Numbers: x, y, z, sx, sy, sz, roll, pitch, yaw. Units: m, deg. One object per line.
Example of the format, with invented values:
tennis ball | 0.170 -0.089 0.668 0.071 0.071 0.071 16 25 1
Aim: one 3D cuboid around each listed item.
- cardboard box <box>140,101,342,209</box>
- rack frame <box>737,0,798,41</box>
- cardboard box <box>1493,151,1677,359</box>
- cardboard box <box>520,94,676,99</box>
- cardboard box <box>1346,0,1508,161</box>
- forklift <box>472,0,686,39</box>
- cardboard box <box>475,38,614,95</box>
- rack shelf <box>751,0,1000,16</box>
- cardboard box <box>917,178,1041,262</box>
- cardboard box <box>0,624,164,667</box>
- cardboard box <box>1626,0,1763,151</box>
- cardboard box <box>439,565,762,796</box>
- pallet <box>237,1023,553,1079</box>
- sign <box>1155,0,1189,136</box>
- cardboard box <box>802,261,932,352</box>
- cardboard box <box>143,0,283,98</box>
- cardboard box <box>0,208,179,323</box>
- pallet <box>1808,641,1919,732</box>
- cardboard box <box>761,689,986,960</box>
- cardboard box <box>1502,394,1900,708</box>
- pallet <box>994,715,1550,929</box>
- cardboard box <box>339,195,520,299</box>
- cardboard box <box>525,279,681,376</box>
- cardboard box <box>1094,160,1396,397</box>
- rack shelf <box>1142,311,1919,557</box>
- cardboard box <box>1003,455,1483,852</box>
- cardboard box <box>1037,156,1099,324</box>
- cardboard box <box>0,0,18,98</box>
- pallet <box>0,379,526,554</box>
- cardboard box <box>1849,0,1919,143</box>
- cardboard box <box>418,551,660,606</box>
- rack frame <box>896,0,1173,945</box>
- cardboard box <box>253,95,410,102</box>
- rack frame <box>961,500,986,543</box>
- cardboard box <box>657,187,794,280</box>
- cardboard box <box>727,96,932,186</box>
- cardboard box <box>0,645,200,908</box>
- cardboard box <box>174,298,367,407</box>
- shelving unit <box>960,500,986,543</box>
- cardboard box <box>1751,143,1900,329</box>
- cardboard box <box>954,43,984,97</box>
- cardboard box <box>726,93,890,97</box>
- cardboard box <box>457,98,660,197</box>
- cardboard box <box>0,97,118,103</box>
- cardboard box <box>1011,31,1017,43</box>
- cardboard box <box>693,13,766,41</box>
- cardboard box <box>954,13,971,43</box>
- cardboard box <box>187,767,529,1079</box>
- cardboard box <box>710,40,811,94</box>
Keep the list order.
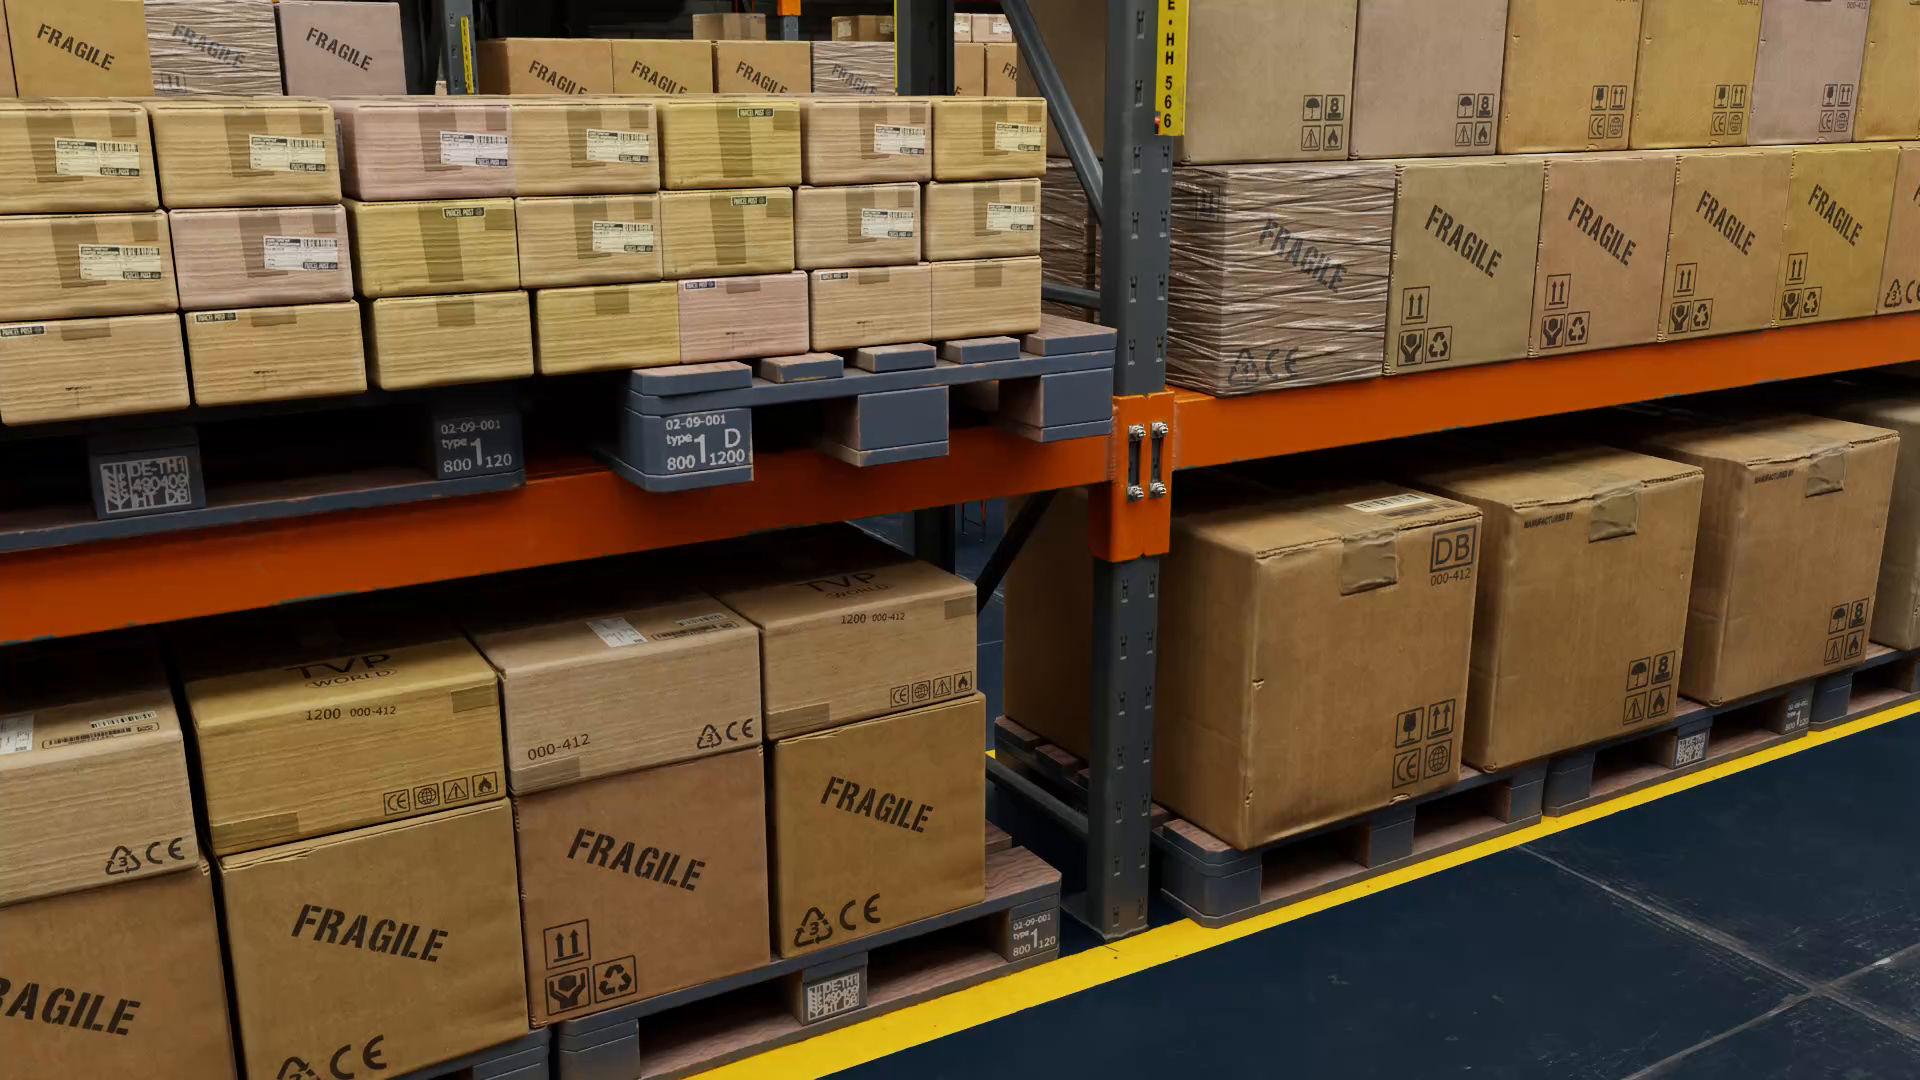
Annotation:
cardboard box | -1.148 -0.617 2.640 0.250 0.149 0.380 -8 18 -27
rack frame | -1.621 -3.438 14.118 0.127 3.000 1.000 -9 18 -30
cardboard box | 1.536 -0.793 4.495 0.500 0.500 0.500 -9 18 -30
cardboard box | -0.792 -0.880 3.578 0.250 0.149 0.380 -9 18 -30
cardboard box | 0.968 -1.263 4.322 0.500 0.500 0.700 -10 18 -31
forklift | -2.392 -2.522 10.976 3.031 2.935 1.130 -9 18 -30
cardboard box | -1.986 -2.137 7.961 0.500 0.500 0.500 -10 18 -31
rack shelf | 0.093 -4.814 14.802 4.000 0.370 1.077 -9 18 -30
cardboard box | -0.044 -0.654 3.320 0.250 0.149 0.380 -9 18 -29
cardboard box | -1.882 0.286 3.296 0.500 0.250 0.500 -10 19 -32
cardboard box | 1.845 -1.406 4.832 0.500 0.500 0.700 -9 18 -30
cardboard box | -0.733 0.266 3.369 0.500 0.250 0.500 -9 18 -29
pallet | -1.570 1.016 3.393 1.213 0.211 1.003 -9 18 -30
sign | 0.433 -0.998 3.415 0.005 0.325 0.100 -9 18 -30
cardboard box | -0.254 -0.475 3.236 0.250 0.149 0.380 -9 18 -30
cardboard box | -3.235 -2.058 7.158 0.500 0.500 0.500 -9 18 -29
cardboard box | -1.369 -0.438 2.551 0.250 0.149 0.380 -10 18 -31
pallet | 2.952 0.308 5.919 1.213 0.211 1.003 -9 18 -30
cardboard box | -0.284 0.550 3.743 0.500 0.500 0.500 -9 18 -30
cardboard box | 2.260 -0.038 5.377 0.750 0.750 1.050 -9 18 -30
pallet | 0.860 0.647 4.709 1.213 0.211 1.003 -9 18 -30
cardboard box | -0.925 -0.510 2.809 0.250 0.149 0.380 -9 18 -30
cardboard box | -0.690 -0.406 2.987 0.250 0.149 0.380 -9 18 -30
cardboard box | 0.669 -0.651 3.990 0.500 0.500 0.500 -9 18 -29
rack shelf | 1.860 -0.535 5.093 4.000 0.370 1.077 -9 18 -30
cardboard box | 0.714 0.214 4.479 0.750 0.750 1.050 -9 18 -30
cardboard box | 0.393 -0.776 4.436 0.500 0.500 0.500 -9 18 -30
cardboard box | -4.101 -1.922 6.672 0.500 0.500 0.500 -10 18 -31
pallet | -1.530 -0.226 3.015 1.213 0.211 1.003 -9 18 -30
cardboard box | 2.712 -1.546 5.331 0.500 0.500 0.700 -10 18 -31
cardboard box | -1.005 0.148 3.790 0.500 0.250 0.500 -9 18 -30
rack frame | 0.145 -0.603 4.004 0.127 3.000 1.000 -9 18 -30
cardboard box | -1.250 -0.806 3.312 0.250 0.149 0.380 -8 18 -27
rack frame | 0.059 -0.515 7.302 0.008 1.050 0.200 -9 18 -30
cardboard box | -0.496 -0.579 3.054 0.250 0.149 0.380 -9 18 -28
cardboard box | -0.255 -0.762 3.157 0.250 0.149 0.380 -9 18 -30
cardboard box | -1.619 0.407 2.864 0.500 0.250 0.500 -8 18 -28
cardboard box | -1.143 -0.332 2.726 0.250 0.149 0.380 -9 18 -28
shelving unit | -0.046 -0.498 7.242 0.252 1.050 0.215 -9 18 -30
cardboard box | 2.398 -0.932 4.994 0.500 0.500 0.500 -9 18 -29
cardboard box | -0.209 -2.427 8.997 0.500 0.500 0.500 -9 18 -28
cardboard box | -0.354 -0.951 3.830 0.250 0.149 0.380 -9 18 -30
cardboard box | -0.707 -0.688 2.892 0.250 0.149 0.380 -9 18 -28
cardboard box | -1.692 -0.735 3.058 0.250 0.149 0.380 -10 18 -30
cardboard box | 0.353 -3.013 9.884 0.250 0.149 0.380 -9 18 -30
cardboard box | -1.233 -2.733 8.886 0.250 0.149 0.380 -10 19 -32
cardboard box | -0.148 -2.738 8.902 0.250 0.149 0.380 -10 19 -32
cardboard box | -1.176 0.699 3.213 0.500 0.500 0.500 -10 19 -32
cardboard box | -1.091 -2.286 8.495 0.500 0.500 0.500 -9 18 -29
